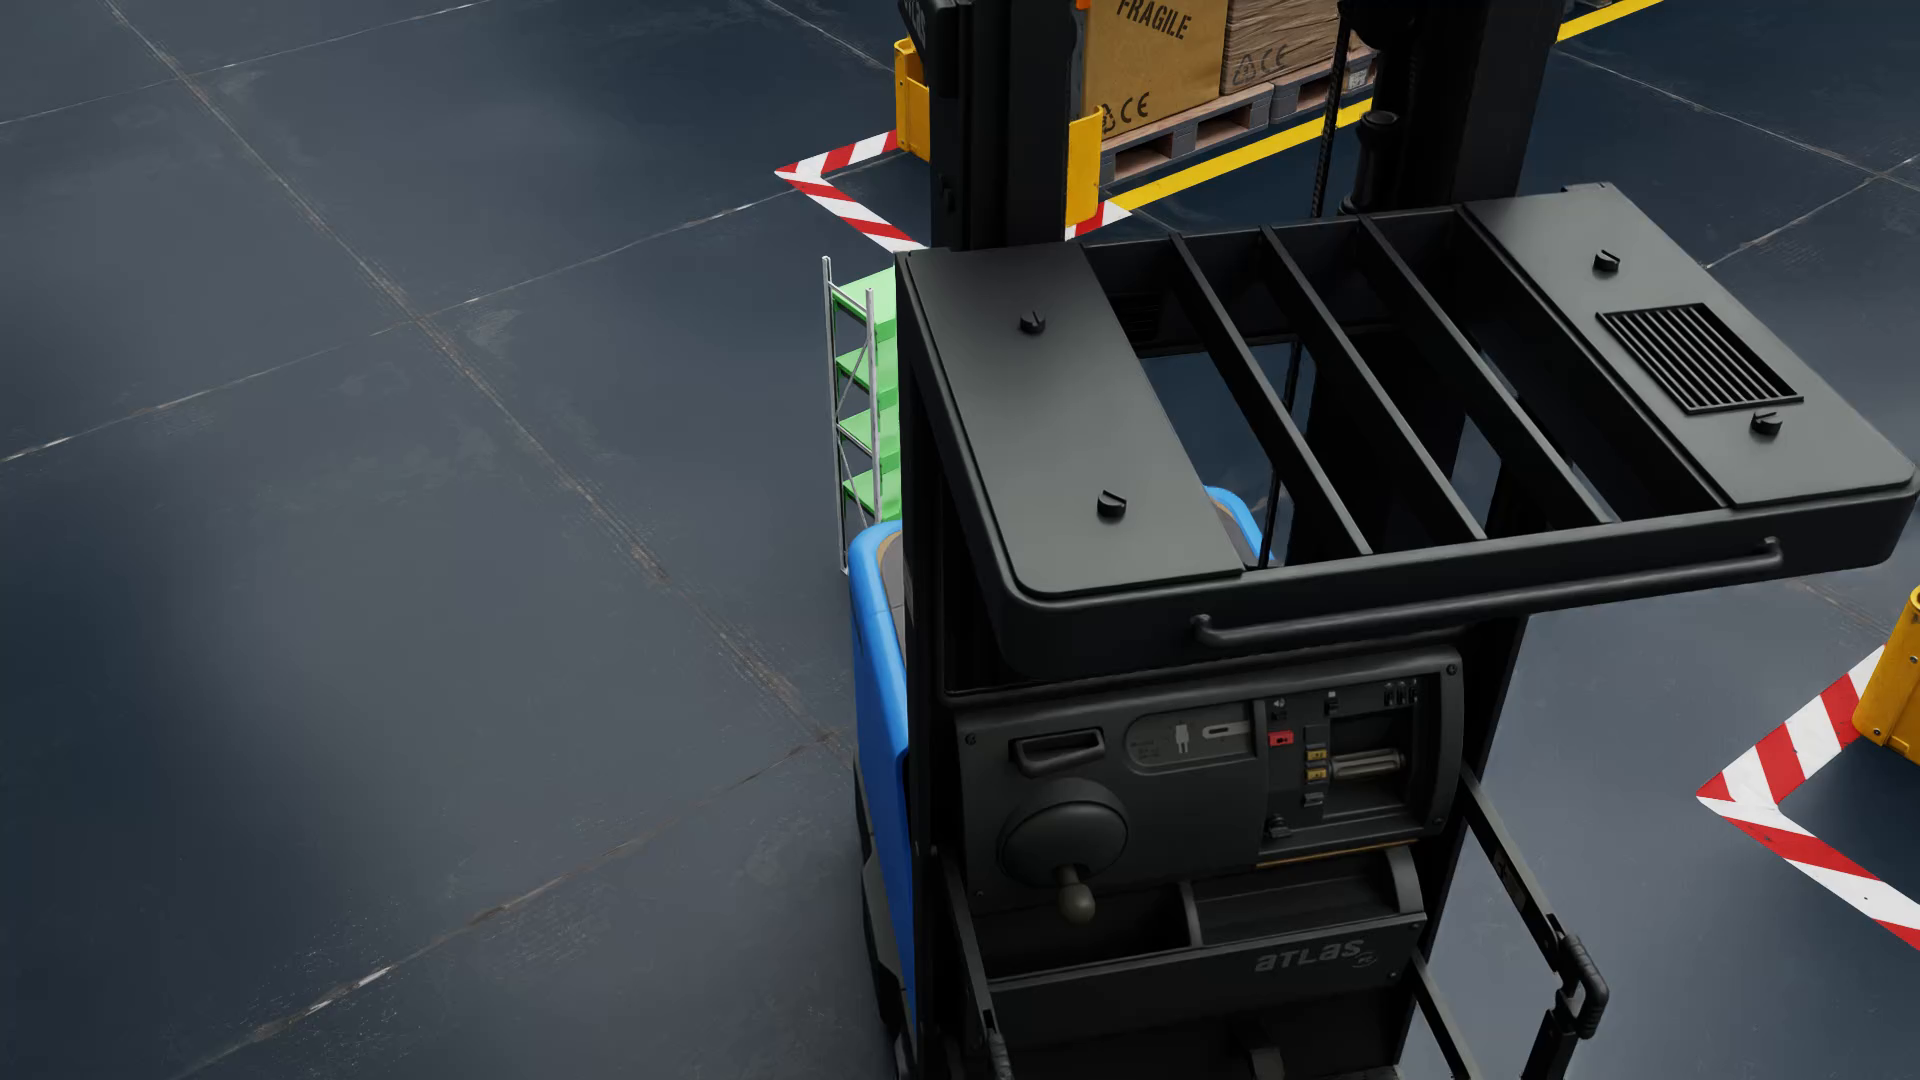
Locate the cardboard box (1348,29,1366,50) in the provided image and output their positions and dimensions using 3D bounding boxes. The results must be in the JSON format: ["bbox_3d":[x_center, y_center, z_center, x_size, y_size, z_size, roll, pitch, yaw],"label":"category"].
[{"bbox_3d":[2.063,-3.205,8.636,0.875,0.875,0.875,-26,46,-28],"label":"cardboard box"}]

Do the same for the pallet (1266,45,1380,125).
[{"bbox_3d":[1.730,-2.620,8.778,1.213,0.211,1.003,-26,46,-28],"label":"pallet"}]

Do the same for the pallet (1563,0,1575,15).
[{"bbox_3d":[2.698,-3.094,9.356,1.213,0.211,1.003,-26,46,-28],"label":"pallet"}]

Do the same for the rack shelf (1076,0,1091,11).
[{"bbox_3d":[1.763,-3.376,8.068,4.000,0.370,1.077,-26,46,-28],"label":"rack shelf"}]

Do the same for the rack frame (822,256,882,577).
[{"bbox_3d":[-0.325,-0.306,5.177,0.015,1.200,0.240,-26,46,-28],"label":"rack frame"}]

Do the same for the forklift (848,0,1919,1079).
[{"bbox_3d":[0.499,0.516,2.810,1.130,2.935,3.031,-7,40,-9],"label":"forklift"}]

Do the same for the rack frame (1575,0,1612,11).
[{"bbox_3d":[3.349,-4.427,8.782,0.127,3.000,1.000,-26,46,-28],"label":"rack frame"}]

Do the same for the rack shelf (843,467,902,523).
[{"bbox_3d":[-0.131,-0.165,5.484,0.480,0.148,0.258,-26,46,-28],"label":"rack shelf"}]

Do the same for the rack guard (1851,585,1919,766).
[{"bbox_3d":[3.184,0.592,4.634,0.348,0.500,1.175,-26,46,-28],"label":"rack guard"}]

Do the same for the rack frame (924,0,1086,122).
[{"bbox_3d":[0.177,-2.881,6.897,0.127,3.000,1.000,-26,46,-28],"label":"rack frame"}]

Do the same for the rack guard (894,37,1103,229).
[{"bbox_3d":[0.158,-1.905,7.679,0.348,0.500,1.175,-26,46,-28],"label":"rack guard"}]

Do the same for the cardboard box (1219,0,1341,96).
[{"bbox_3d":[1.358,-2.861,8.217,0.875,0.875,0.875,-26,46,-28],"label":"cardboard box"}]

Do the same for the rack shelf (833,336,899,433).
[{"bbox_3d":[-0.131,-0.536,5.180,0.480,0.148,0.258,-26,46,-28],"label":"rack shelf"}]

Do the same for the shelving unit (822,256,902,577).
[{"bbox_3d":[-0.131,-0.400,5.291,0.503,1.200,0.258,-26,46,-28],"label":"shelving unit"}]

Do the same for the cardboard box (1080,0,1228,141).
[{"bbox_3d":[0.636,-2.510,7.788,0.875,0.875,0.875,-26,46,-28],"label":"cardboard box"}]

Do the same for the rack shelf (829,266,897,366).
[{"bbox_3d":[-0.131,-0.722,5.028,0.480,0.148,0.258,-26,46,-28],"label":"rack shelf"}]

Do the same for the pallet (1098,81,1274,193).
[{"bbox_3d":[0.764,-2.151,8.206,1.213,0.211,1.003,-26,46,-28],"label":"pallet"}]

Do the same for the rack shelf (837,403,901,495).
[{"bbox_3d":[-0.131,-0.351,5.332,0.480,0.148,0.258,-26,46,-28],"label":"rack shelf"}]
